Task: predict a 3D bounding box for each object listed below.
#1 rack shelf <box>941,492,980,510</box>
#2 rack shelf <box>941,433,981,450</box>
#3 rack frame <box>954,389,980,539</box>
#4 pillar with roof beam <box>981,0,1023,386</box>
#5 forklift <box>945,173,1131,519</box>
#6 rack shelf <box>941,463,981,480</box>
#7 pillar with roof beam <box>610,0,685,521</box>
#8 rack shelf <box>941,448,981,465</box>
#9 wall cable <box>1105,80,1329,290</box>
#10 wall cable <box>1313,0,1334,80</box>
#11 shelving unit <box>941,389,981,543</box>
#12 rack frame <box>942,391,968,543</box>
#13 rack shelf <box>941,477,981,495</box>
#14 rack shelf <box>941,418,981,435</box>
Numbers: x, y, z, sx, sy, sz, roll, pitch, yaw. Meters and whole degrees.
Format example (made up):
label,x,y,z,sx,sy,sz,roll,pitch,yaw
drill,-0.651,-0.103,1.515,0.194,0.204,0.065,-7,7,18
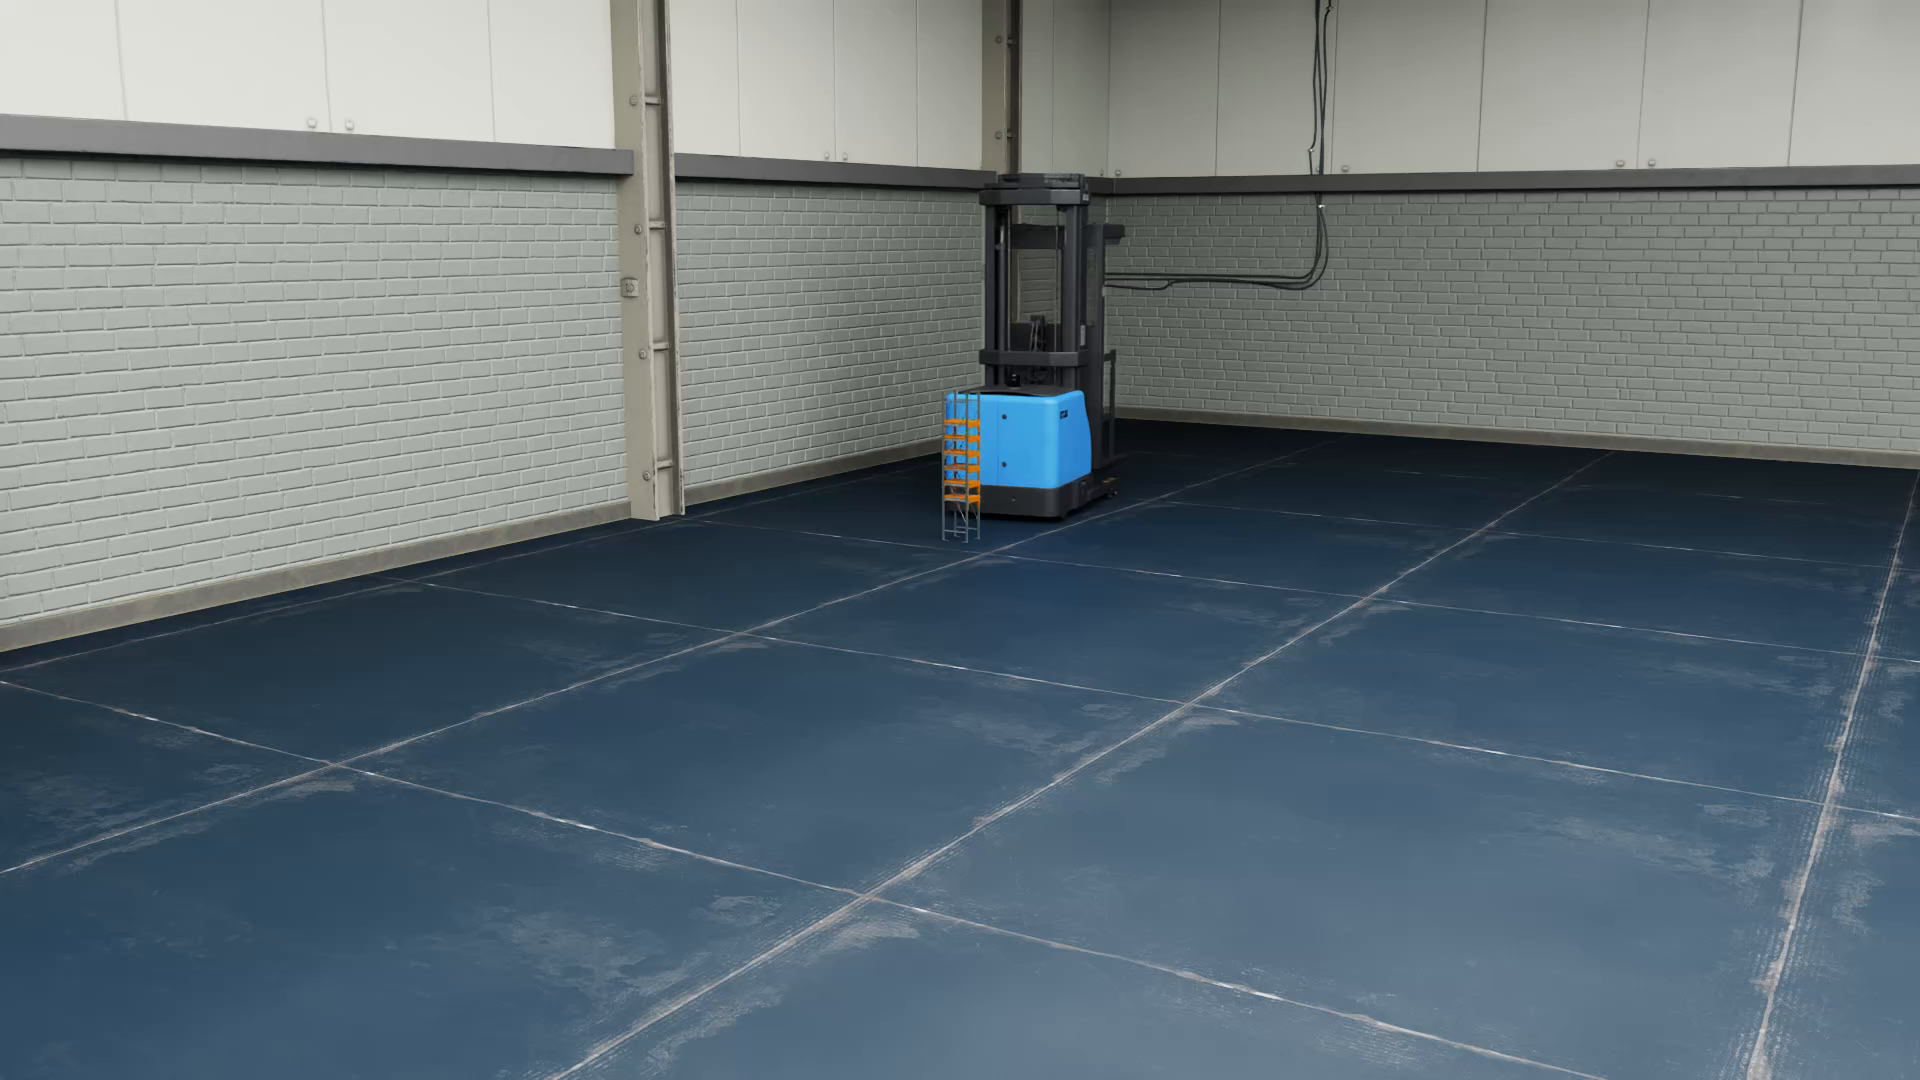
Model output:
label,x,y,z,sx,sy,sz,roll,pitch,yaw
rack shelf,0.008,-0.312,13.323,0.258,0.103,0.180,6,12,31
rack shelf,0.008,-0.784,13.234,0.258,0.103,0.180,6,12,31
rack frame,0.055,-0.606,13.347,0.240,1.200,0.006,6,12,31
pillar with roof beam,4.153,-5.167,16.515,9.100,9.000,0.400,6,12,31
forklift,0.861,-1.852,15.298,1.130,2.935,3.031,4,11,21
rack shelf,0.008,-0.548,13.279,0.258,0.103,0.180,6,12,31
pillar with roof beam,1.038,-4.224,11.474,9.100,9.000,0.400,6,12,31
rack shelf,0.008,-0.666,13.257,0.258,0.103,0.180,6,12,31
wall cable,3.134,-4.389,20.797,3.097,2.526,0.112,6,12,31
wall cable,5.446,-6.613,18.952,3.097,2.526,0.112,6,12,31
shelving unit,0.008,-0.592,13.270,0.258,1.200,0.189,6,12,31
rack frame,-0.040,-0.578,13.194,0.240,1.200,0.006,6,12,31
rack shelf,0.008,-0.430,13.301,0.258,0.103,0.180,6,12,31
rack shelf,0.008,-0.902,13.212,0.258,0.103,0.180,6,12,31
